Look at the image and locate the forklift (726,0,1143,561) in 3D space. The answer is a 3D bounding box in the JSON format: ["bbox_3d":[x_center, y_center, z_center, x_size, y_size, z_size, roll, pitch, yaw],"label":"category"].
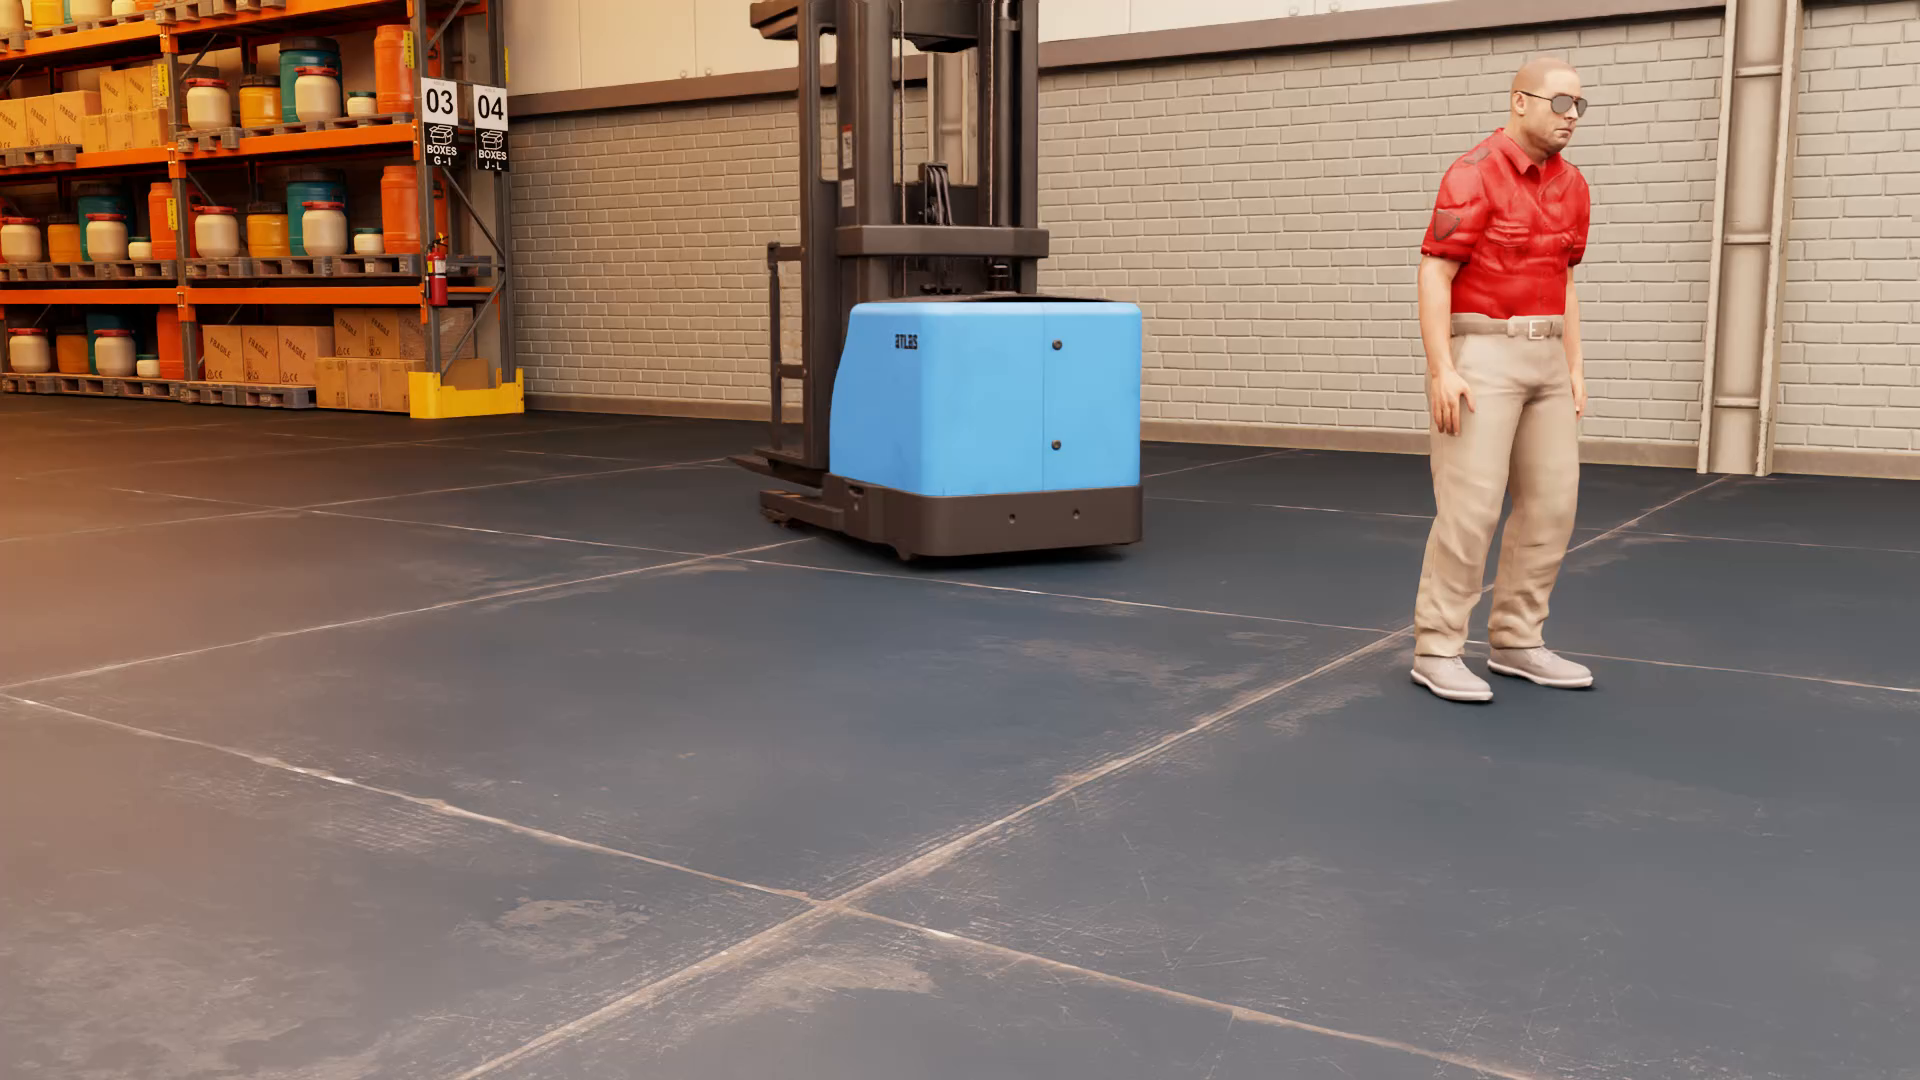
[{"bbox_3d":[-0.335,-1.532,7.966,1.130,2.935,3.031,-4,9,-26],"label":"forklift"}]

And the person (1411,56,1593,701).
[{"bbox_3d":[1.527,-0.448,4.622,0.585,1.726,0.396,-4,9,-28],"label":"person"}]
